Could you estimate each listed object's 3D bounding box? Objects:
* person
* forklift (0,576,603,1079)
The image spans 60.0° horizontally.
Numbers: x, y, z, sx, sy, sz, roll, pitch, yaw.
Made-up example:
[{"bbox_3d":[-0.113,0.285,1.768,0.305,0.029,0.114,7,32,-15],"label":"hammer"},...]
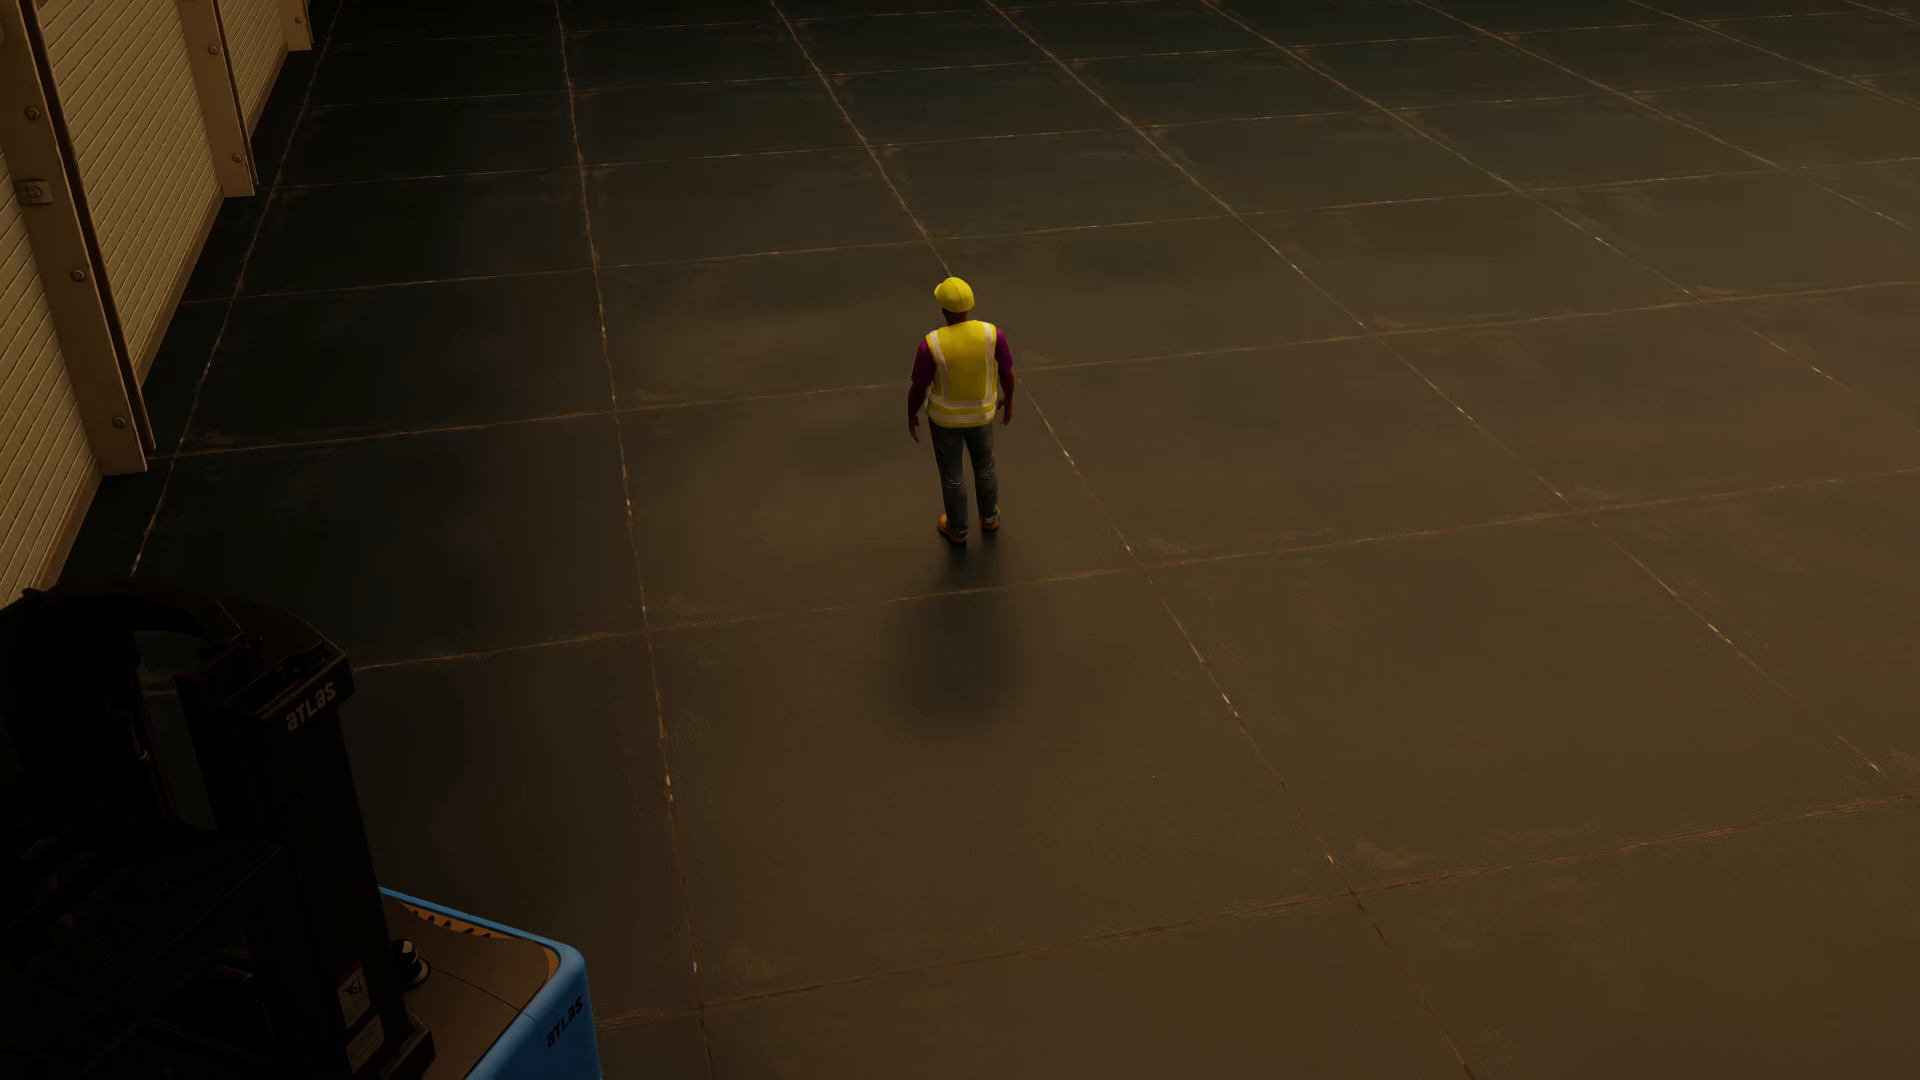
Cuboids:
[{"bbox_3d":[-0.010,-0.805,10.113,0.665,1.765,0.577,-7,31,-12],"label":"person"},{"bbox_3d":[-2.324,1.701,4.636,1.130,2.935,3.031,11,32,19],"label":"forklift"}]
